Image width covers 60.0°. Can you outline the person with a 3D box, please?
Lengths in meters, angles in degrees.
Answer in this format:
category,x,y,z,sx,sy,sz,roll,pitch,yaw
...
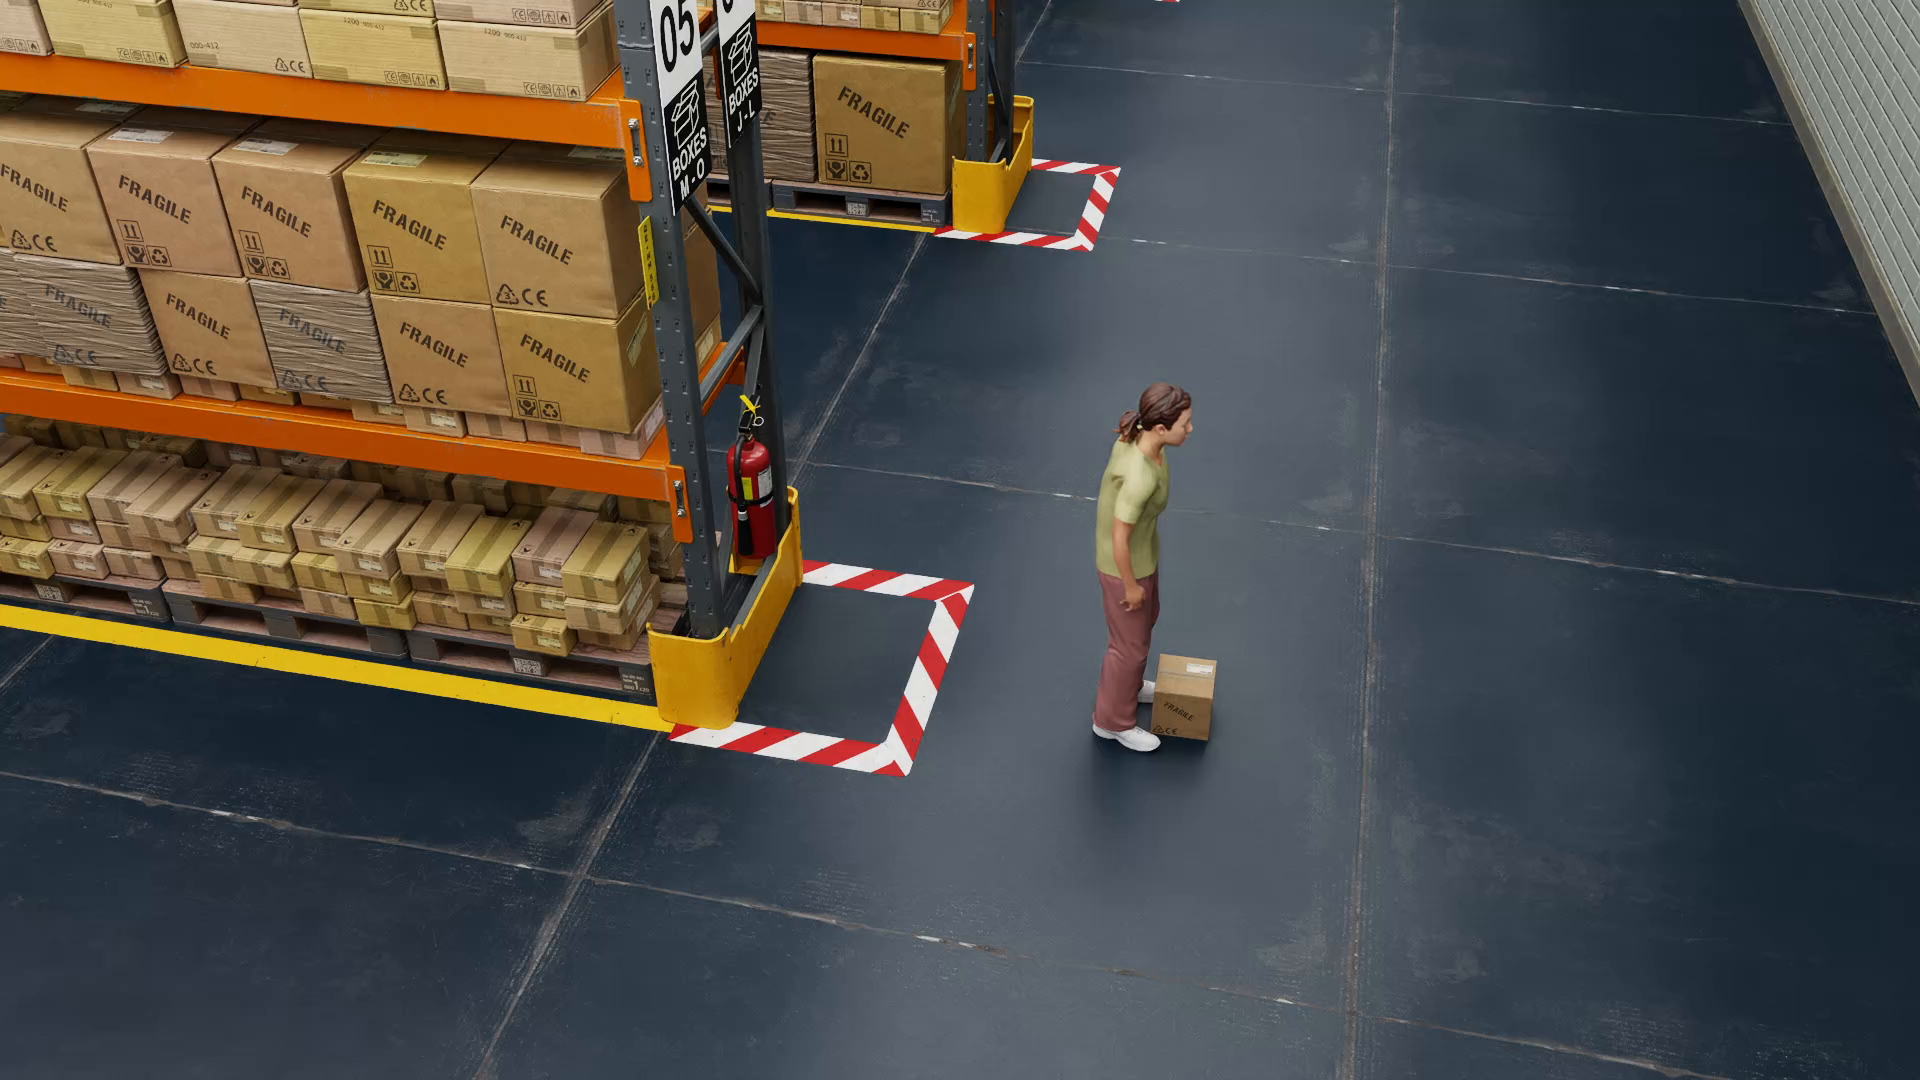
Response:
category,x,y,z,sx,sy,sz,roll,pitch,yaw
person,0.732,0.085,6.851,0.352,1.672,0.504,7,37,9
